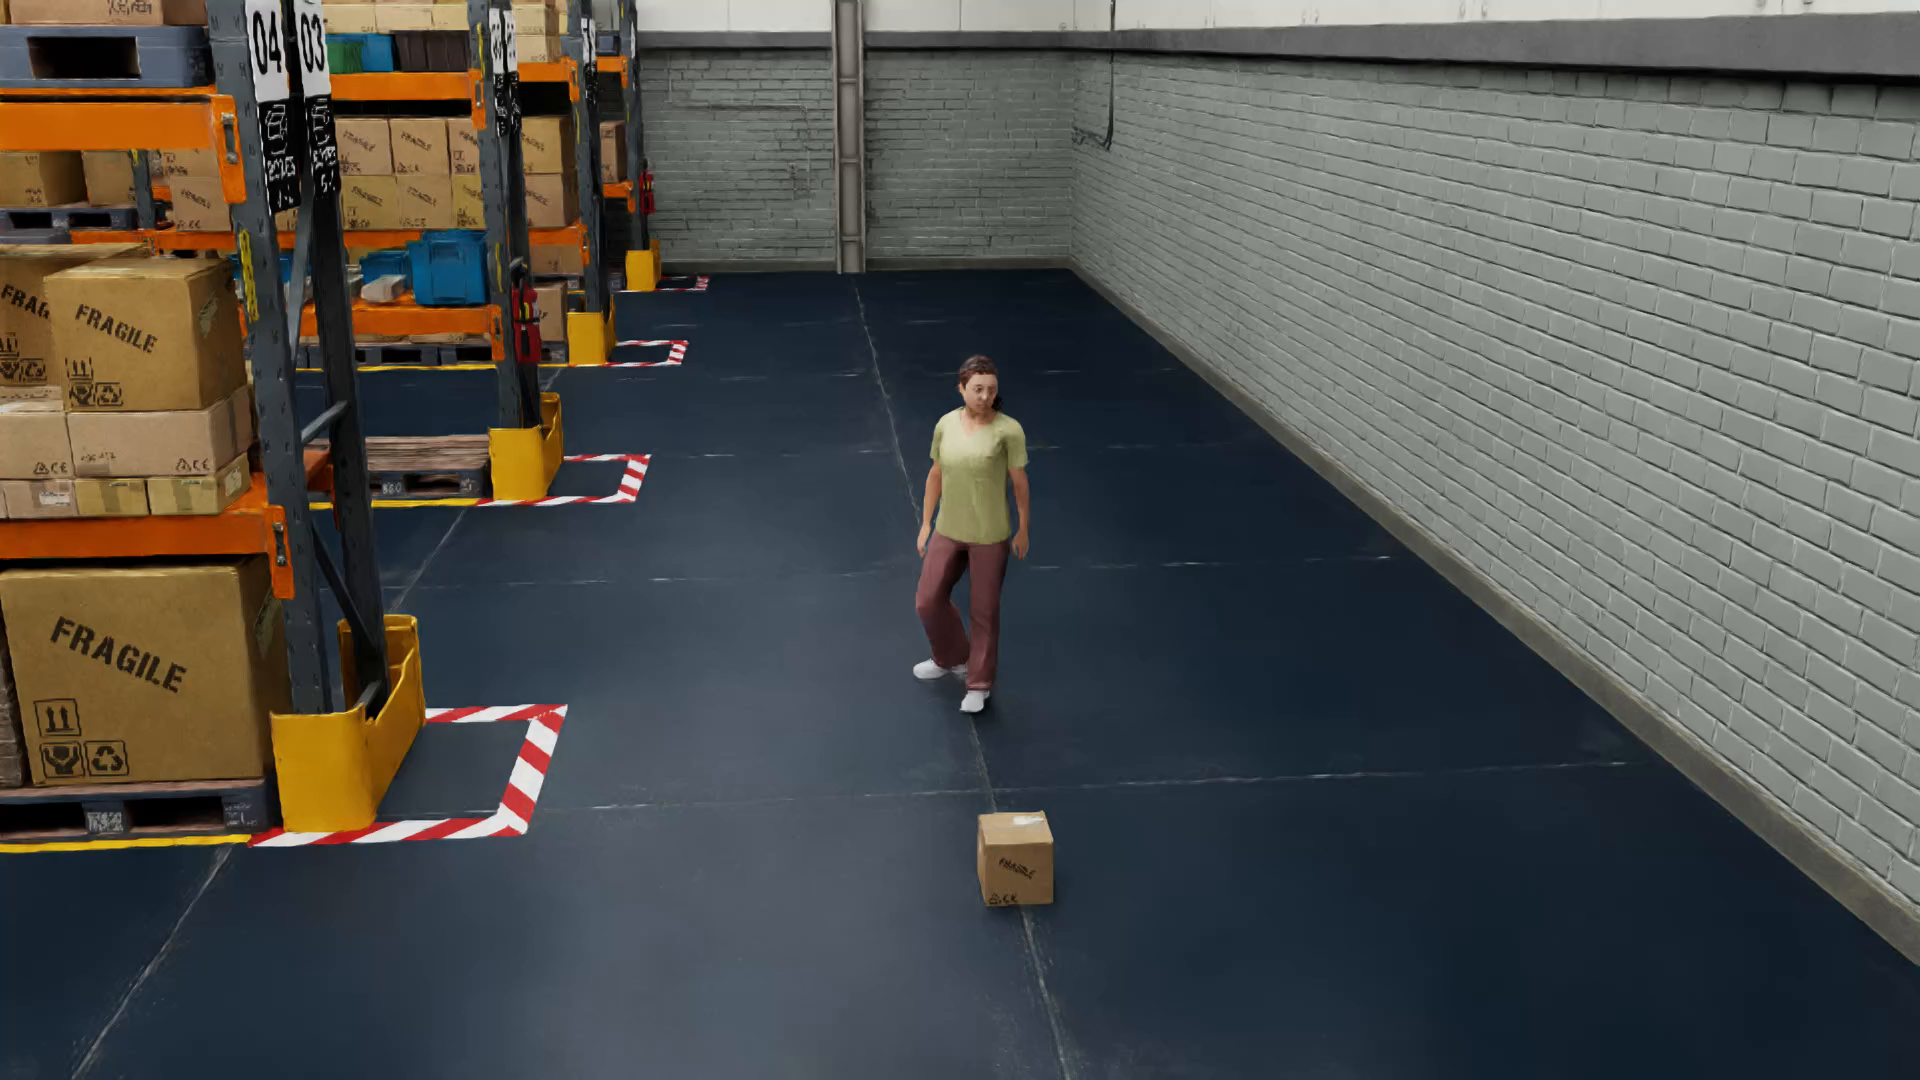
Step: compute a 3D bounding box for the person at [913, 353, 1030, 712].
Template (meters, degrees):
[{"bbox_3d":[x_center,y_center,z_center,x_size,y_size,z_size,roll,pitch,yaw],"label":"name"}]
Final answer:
[{"bbox_3d":[0.016,-0.046,7.639,0.630,1.667,0.409,8,18,24],"label":"person"}]
